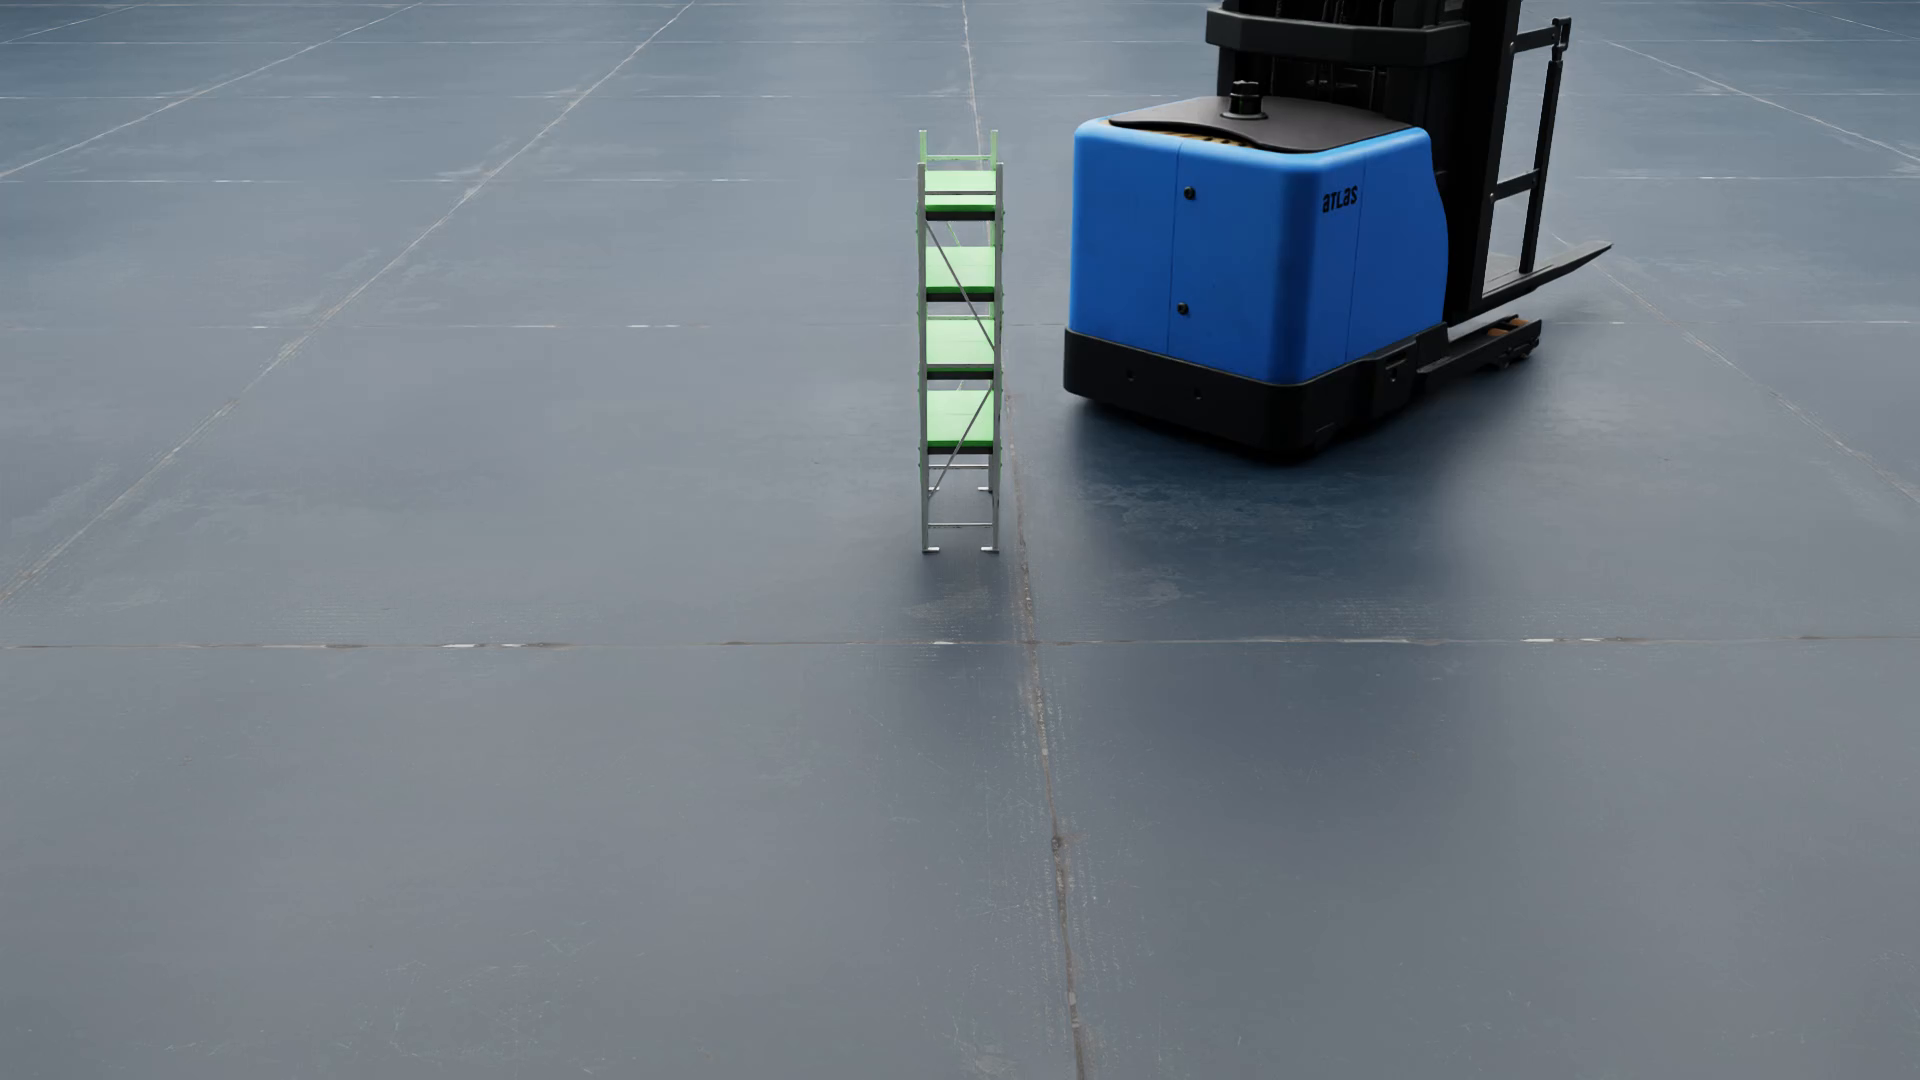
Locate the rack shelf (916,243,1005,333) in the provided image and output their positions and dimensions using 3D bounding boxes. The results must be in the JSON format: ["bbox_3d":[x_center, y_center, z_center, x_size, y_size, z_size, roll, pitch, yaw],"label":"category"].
[{"bbox_3d":[-0.002,-0.775,5.081,0.258,0.148,0.480,0,24,-1],"label":"rack shelf"}]

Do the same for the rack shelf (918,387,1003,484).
[{"bbox_3d":[-0.002,-0.338,5.279,0.258,0.148,0.480,0,24,-1],"label":"rack shelf"}]

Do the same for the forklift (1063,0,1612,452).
[{"bbox_3d":[1.771,-2.160,6.470,1.130,2.935,3.031,21,32,39],"label":"forklift"}]

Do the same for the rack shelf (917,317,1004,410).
[{"bbox_3d":[-0.002,-0.557,5.180,0.258,0.148,0.480,0,24,-1],"label":"rack shelf"}]

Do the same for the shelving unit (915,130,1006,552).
[{"bbox_3d":[-0.002,-0.615,5.154,0.258,1.200,0.503,0,24,-1],"label":"shelving unit"}]

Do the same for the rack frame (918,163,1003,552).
[{"bbox_3d":[0.001,-0.514,4.931,0.240,1.200,0.015,0,24,-1],"label":"rack frame"}]

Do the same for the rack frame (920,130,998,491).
[{"bbox_3d":[-0.004,-0.715,5.376,0.240,1.200,0.015,0,24,-1],"label":"rack frame"}]

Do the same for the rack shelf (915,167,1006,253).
[{"bbox_3d":[-0.002,-0.994,4.982,0.258,0.148,0.480,0,24,-1],"label":"rack shelf"}]
